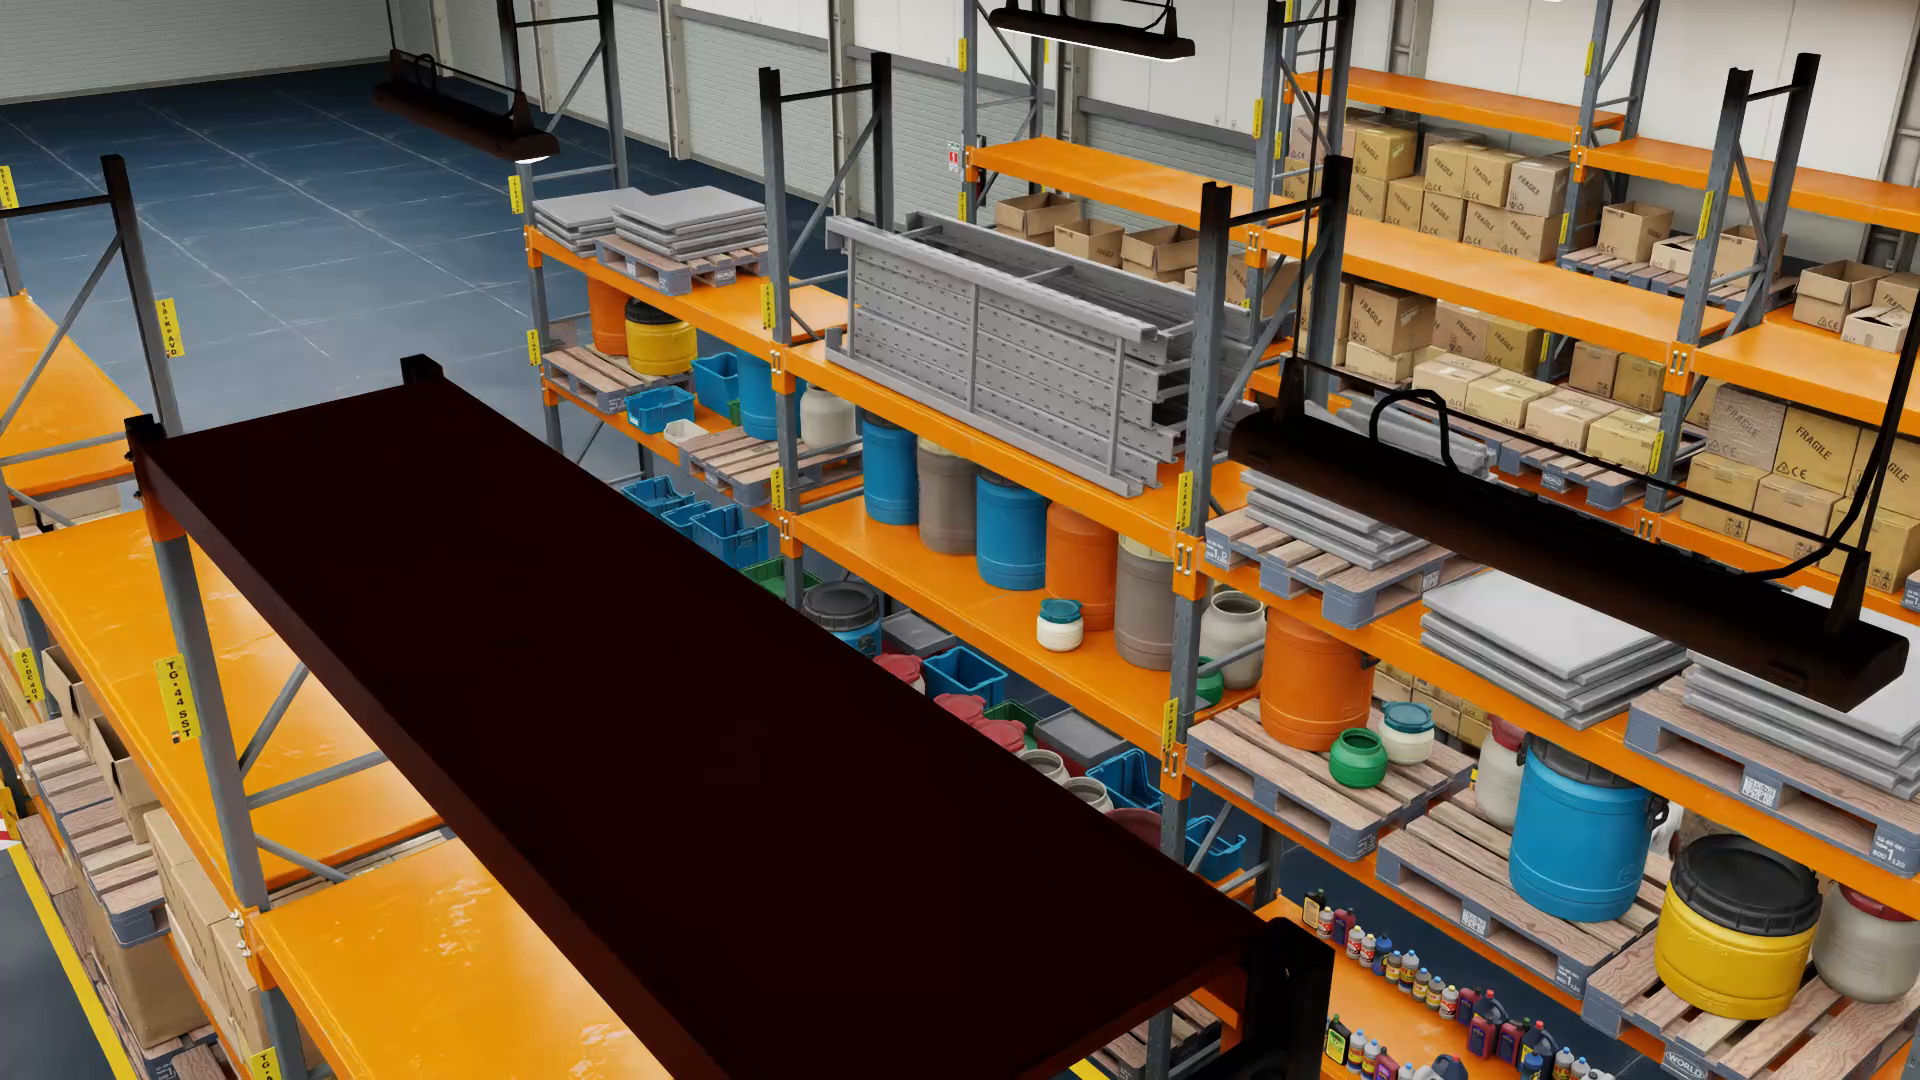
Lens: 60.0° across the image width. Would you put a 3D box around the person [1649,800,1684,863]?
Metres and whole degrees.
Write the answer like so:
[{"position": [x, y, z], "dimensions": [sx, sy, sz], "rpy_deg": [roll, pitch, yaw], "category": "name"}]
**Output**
[{"position": [4.670, 2.236, 11.623], "dimensions": [1.067, 1.695, 0.634], "rpy_deg": [22, 33, 37], "category": "person"}]
